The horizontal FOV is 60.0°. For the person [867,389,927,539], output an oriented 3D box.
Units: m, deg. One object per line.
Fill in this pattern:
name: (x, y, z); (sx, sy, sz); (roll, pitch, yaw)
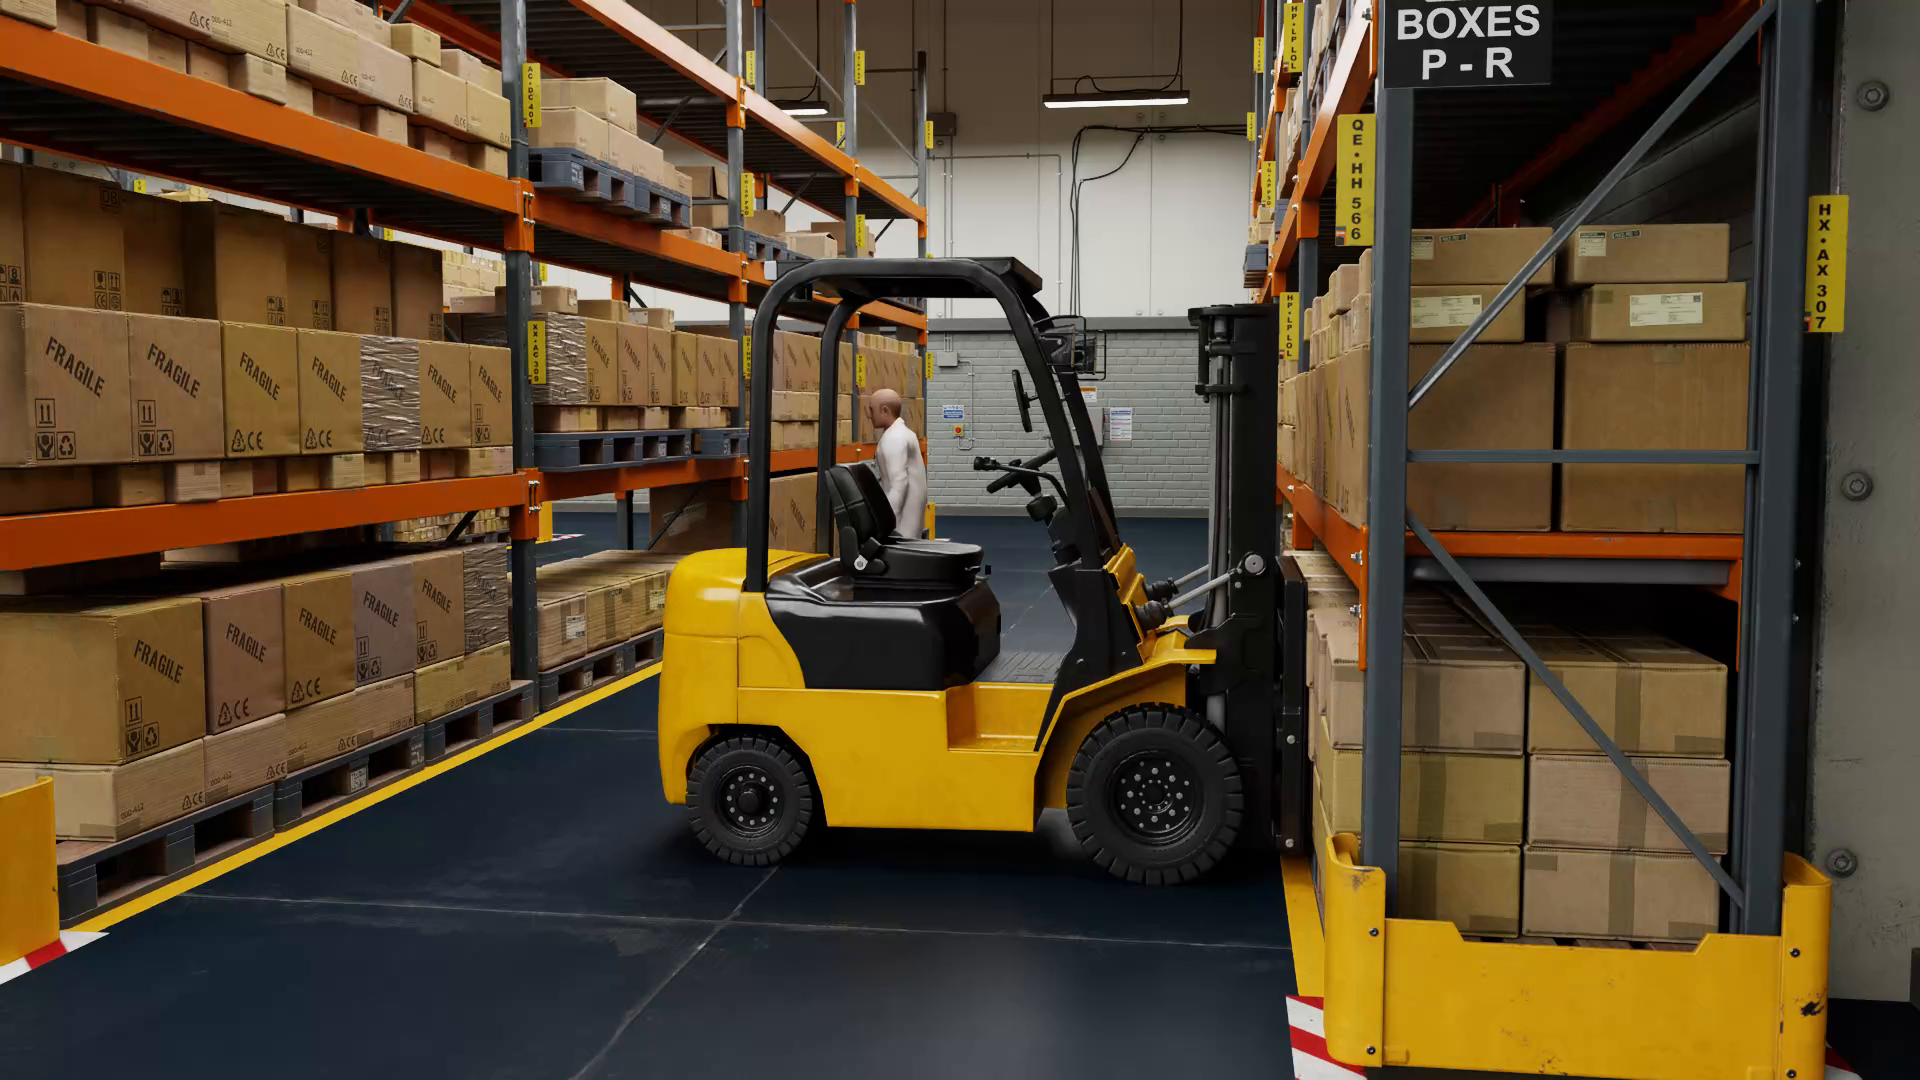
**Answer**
person: (-0.432, -0.089, 10.758); (0.425, 1.772, 0.644); (0, 4, 5)
